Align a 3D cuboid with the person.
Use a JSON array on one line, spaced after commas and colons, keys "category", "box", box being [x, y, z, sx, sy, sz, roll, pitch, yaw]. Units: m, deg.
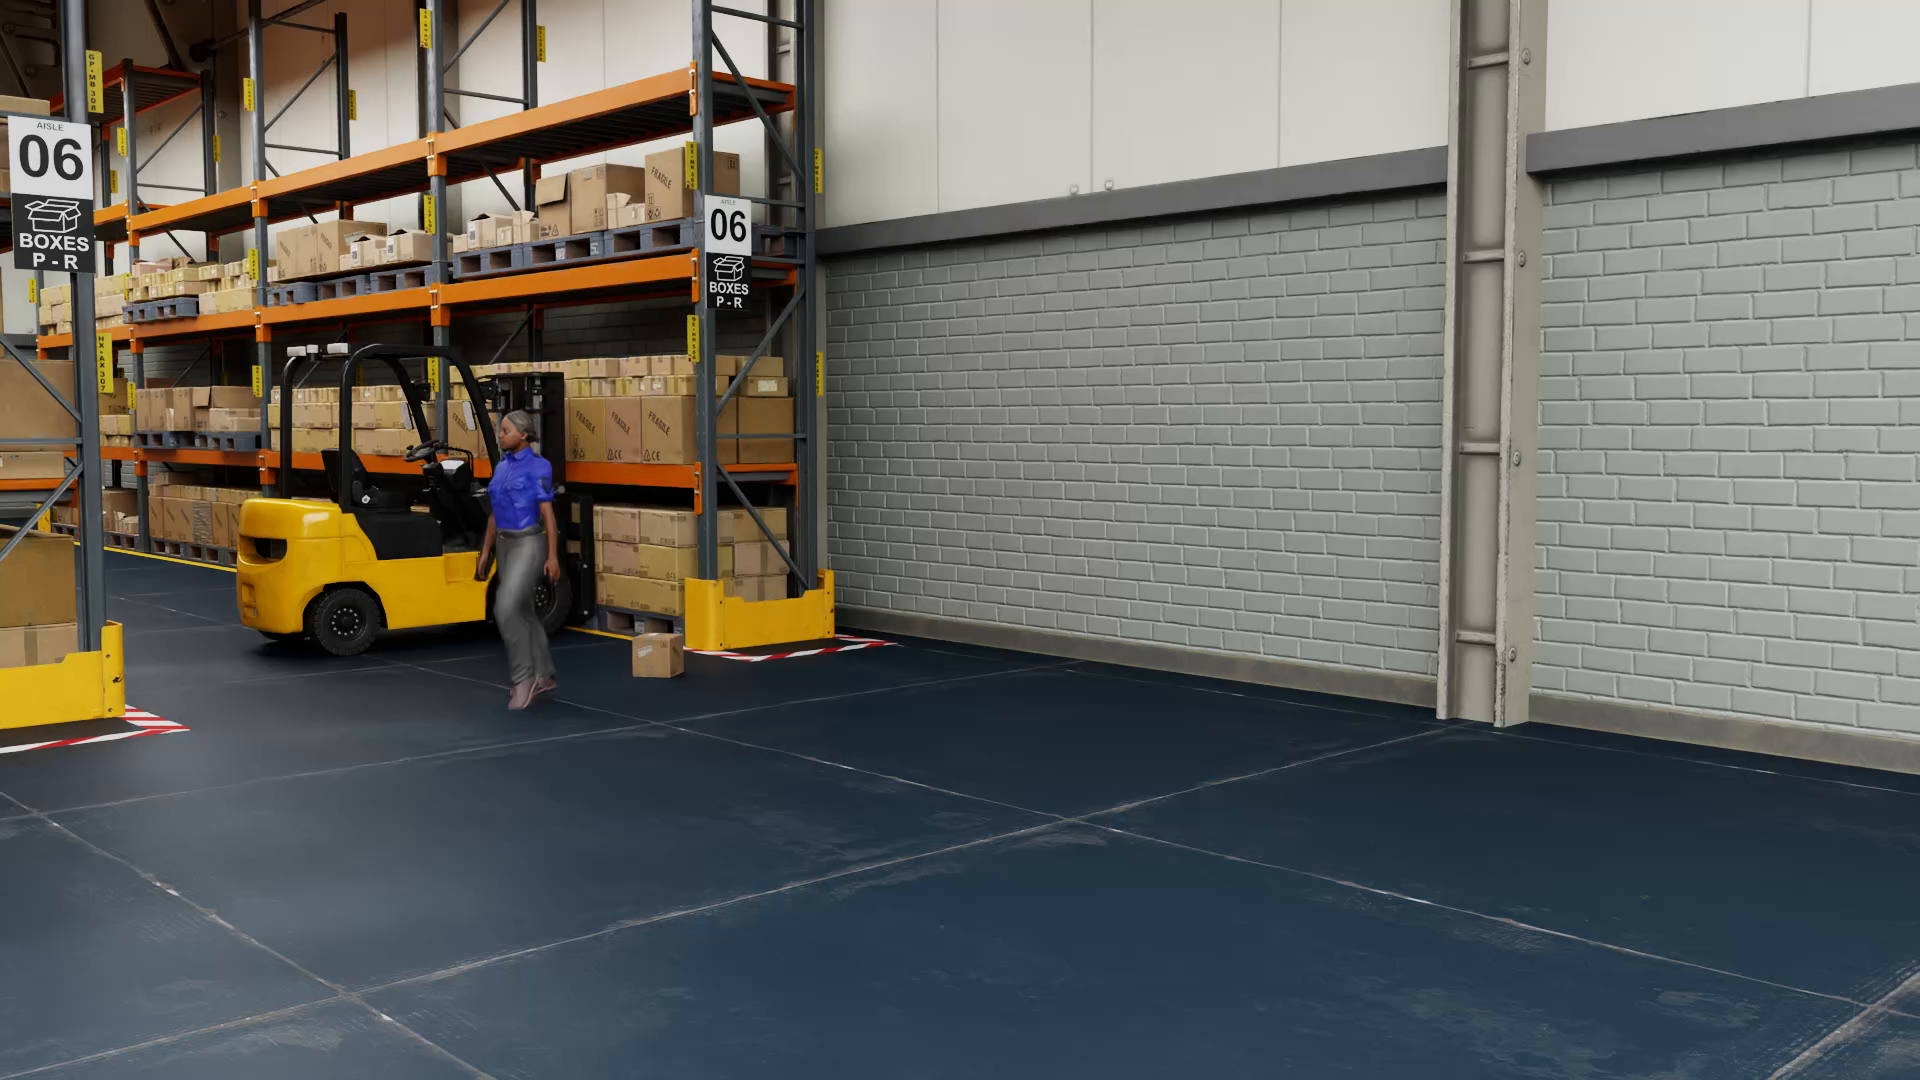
[{"category": "person", "box": [-2.527, 0.121, 9.509, 0.497, 1.723, 0.496, 4, 5, 43]}]
